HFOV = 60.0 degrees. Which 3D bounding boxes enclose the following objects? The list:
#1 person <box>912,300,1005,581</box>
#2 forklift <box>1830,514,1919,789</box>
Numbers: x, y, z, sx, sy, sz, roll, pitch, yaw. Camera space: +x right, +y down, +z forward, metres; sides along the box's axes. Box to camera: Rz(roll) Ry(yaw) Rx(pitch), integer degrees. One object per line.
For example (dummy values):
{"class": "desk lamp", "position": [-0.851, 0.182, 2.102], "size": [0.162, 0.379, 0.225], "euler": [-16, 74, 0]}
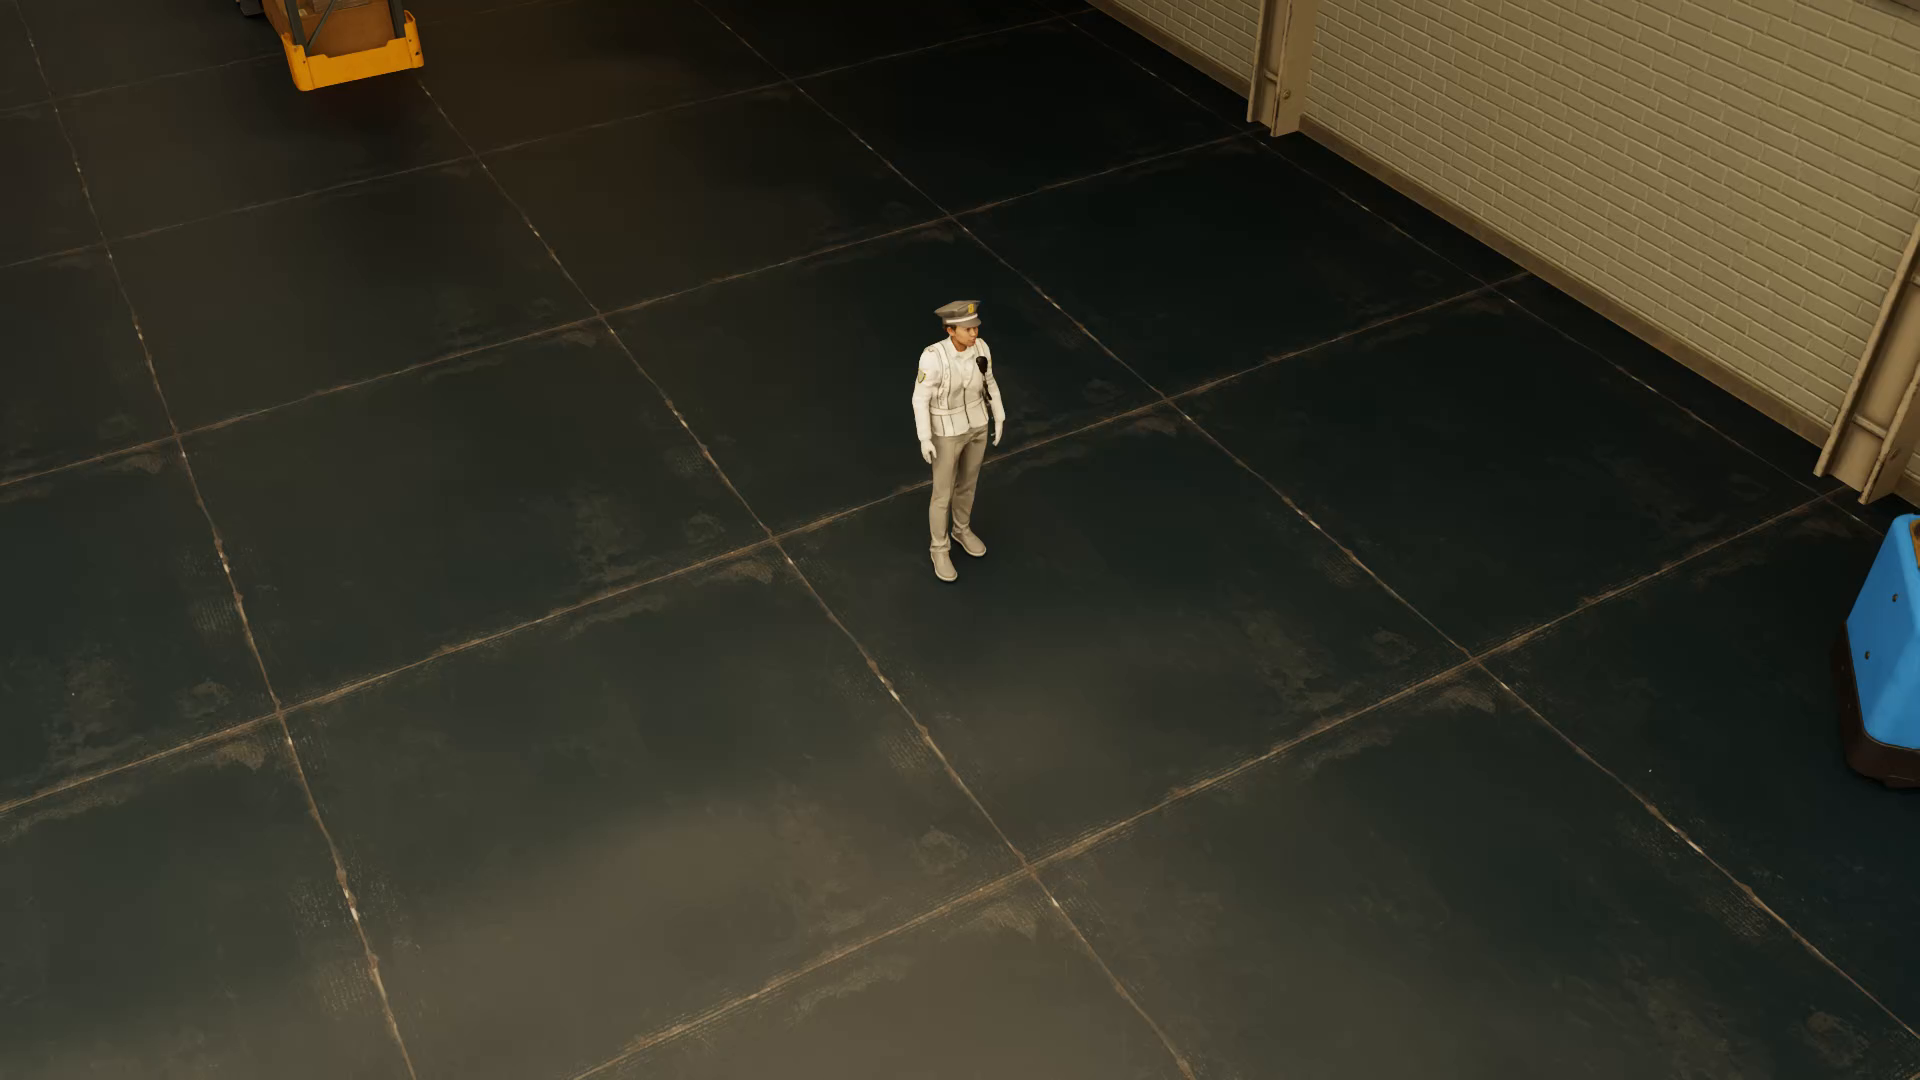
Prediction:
{"class": "person", "position": [0.028, -0.617, 9.738], "size": [0.586, 1.694, 0.530], "euler": [-20, 44, -23]}
{"class": "forklift", "position": [6.271, 0.104, 7.910], "size": [3.031, 2.935, 1.130], "euler": [11, 41, 13]}
